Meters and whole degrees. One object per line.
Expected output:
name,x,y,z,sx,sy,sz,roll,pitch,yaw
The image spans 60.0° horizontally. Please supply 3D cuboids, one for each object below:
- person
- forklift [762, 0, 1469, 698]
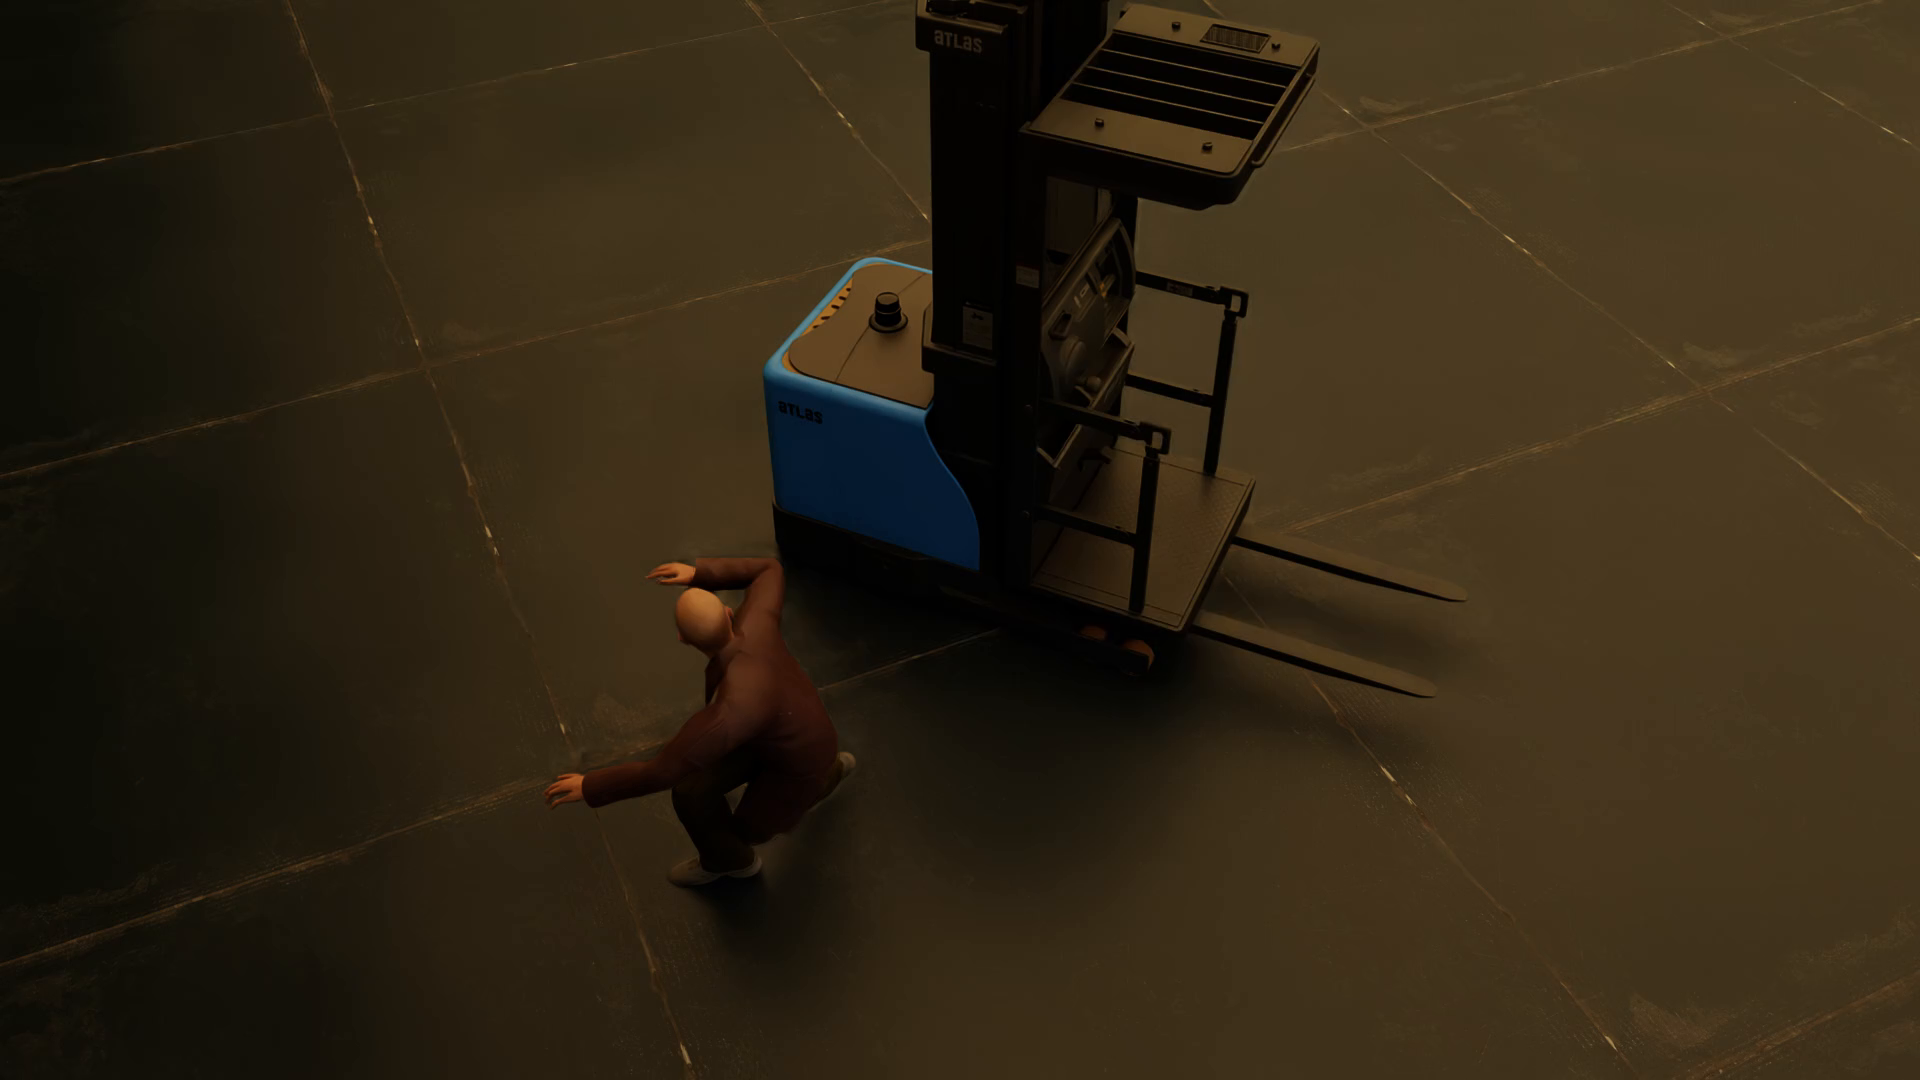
person,-0.939,0.691,6.011,1.185,1.517,0.875,-16,45,-16
forklift,0.704,-0.898,6.642,3.031,2.935,1.130,17,46,18
